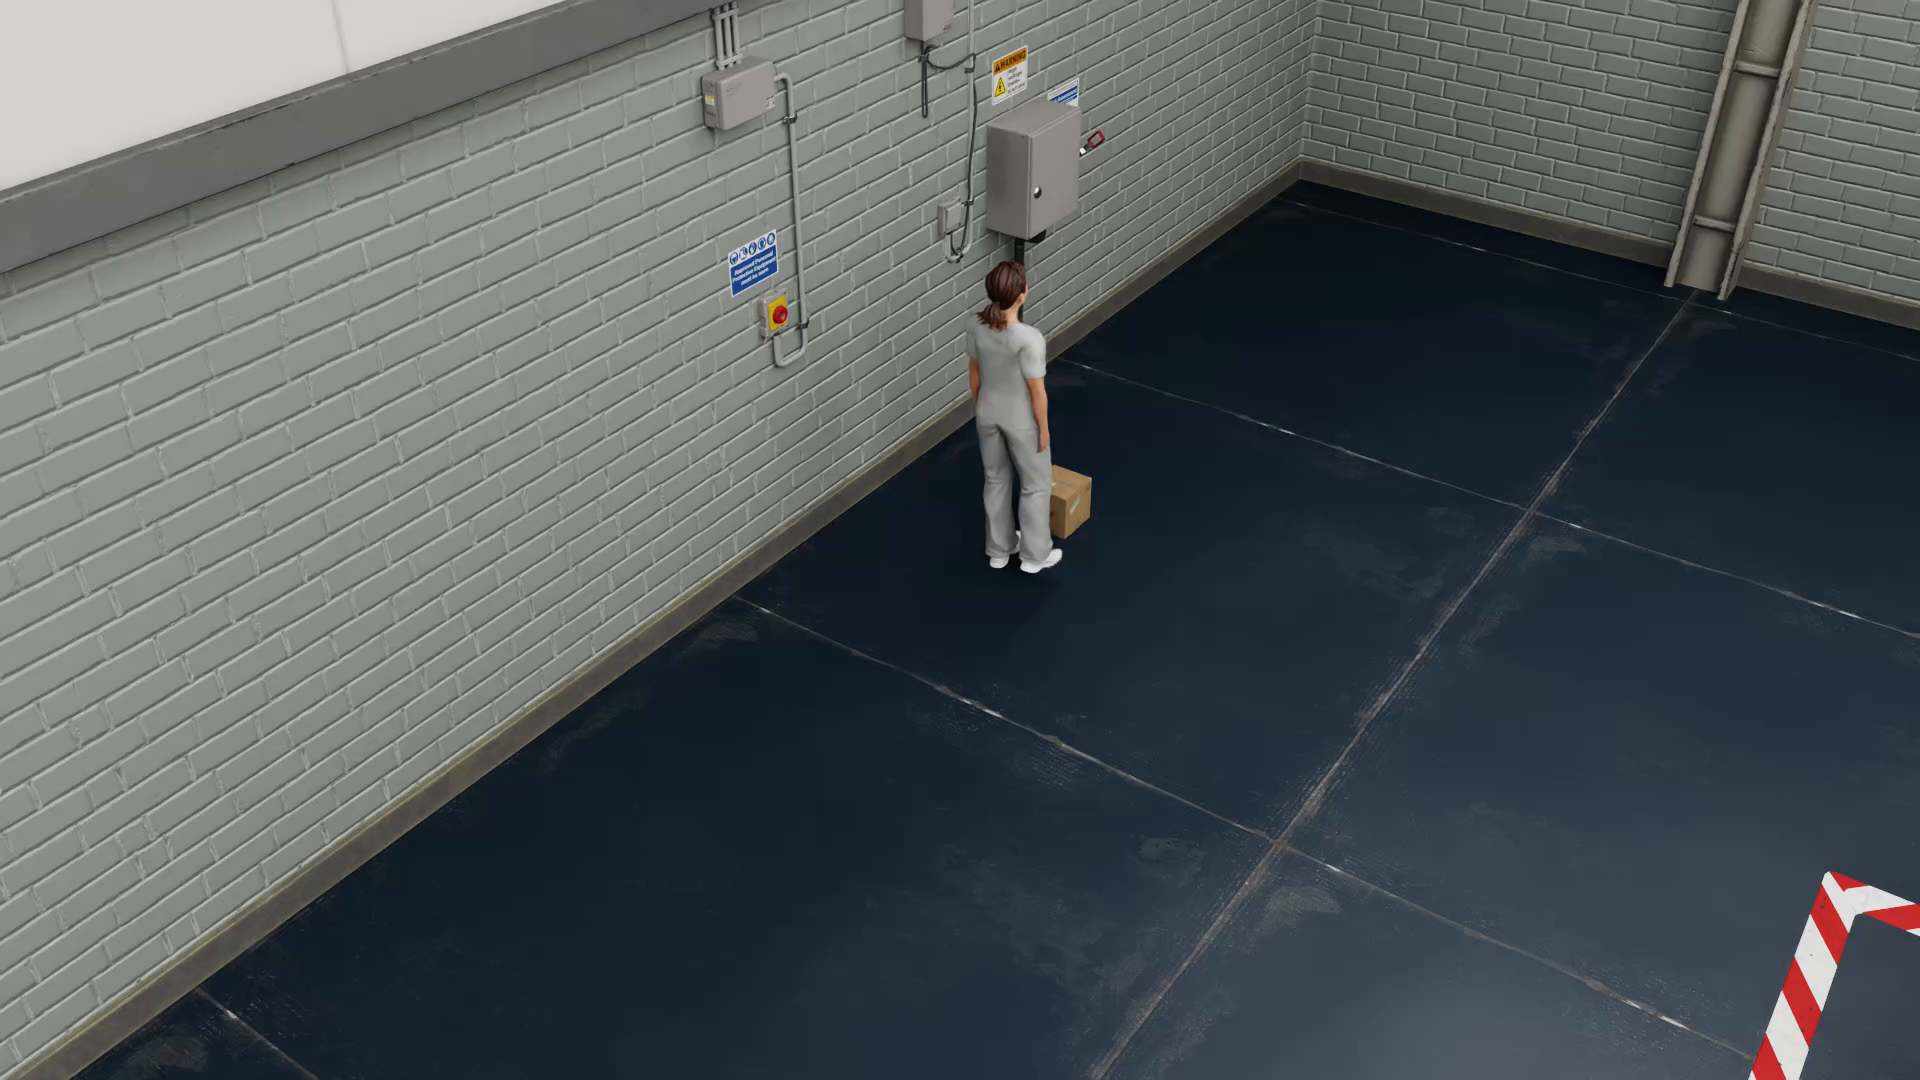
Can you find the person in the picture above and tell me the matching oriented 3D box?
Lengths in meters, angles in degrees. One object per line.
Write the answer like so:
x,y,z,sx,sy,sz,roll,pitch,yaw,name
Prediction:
0.257,-0.572,7.990,0.450,1.708,0.460,22,40,28,person
